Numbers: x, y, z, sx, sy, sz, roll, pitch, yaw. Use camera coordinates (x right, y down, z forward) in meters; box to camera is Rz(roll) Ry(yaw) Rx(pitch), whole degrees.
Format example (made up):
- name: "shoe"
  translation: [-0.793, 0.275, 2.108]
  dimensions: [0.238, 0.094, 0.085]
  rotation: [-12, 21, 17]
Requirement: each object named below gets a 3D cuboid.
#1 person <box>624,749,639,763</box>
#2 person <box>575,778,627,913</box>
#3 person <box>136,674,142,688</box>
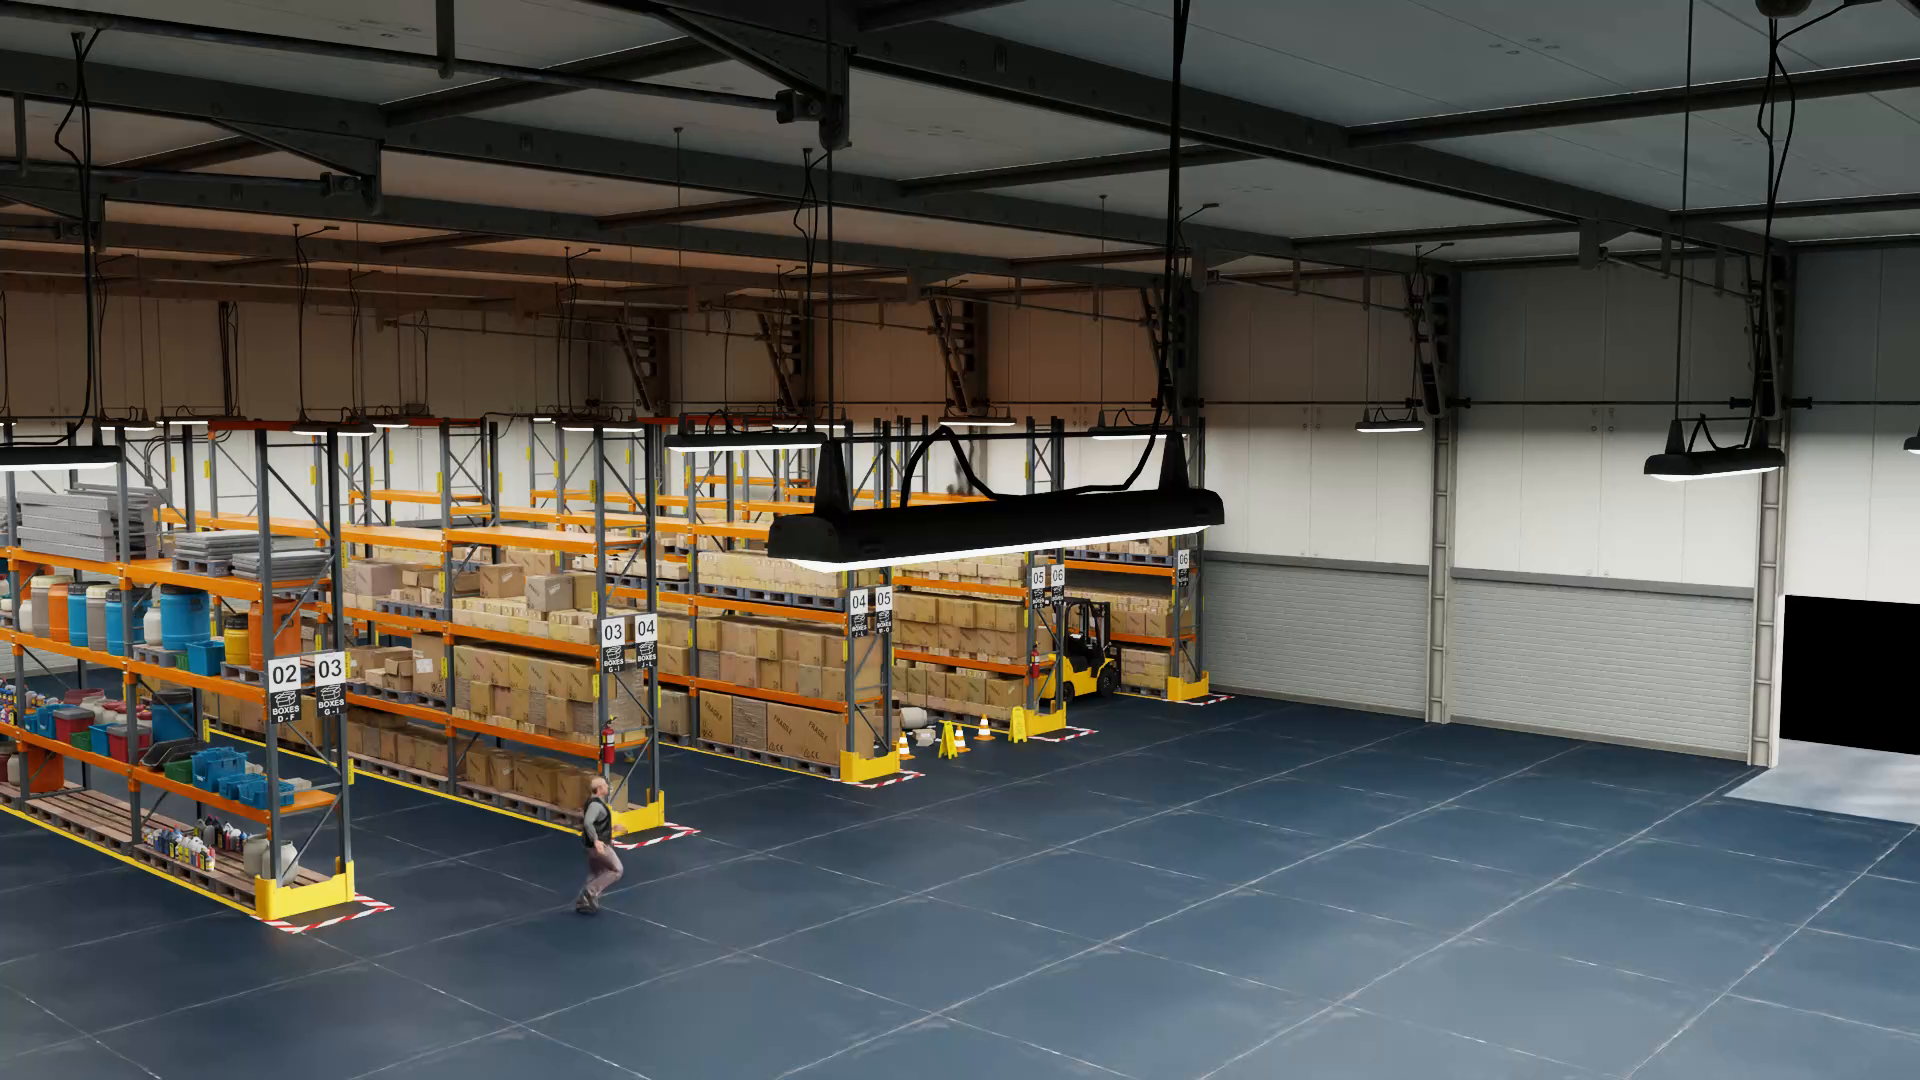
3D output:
- name: "person"
  translation: [-5.958, 3.047, 29.161]
  dimensions: [0.791, 1.733, 0.714]
  rotation: [3, 6, 32]
- name: "person"
  translation: [-4.442, 3.777, 20.605]
  dimensions: [0.670, 1.679, 0.641]
  rotation: [-2, 5, -23]
- name: "person"
  translation: [-17.652, 2.576, 36.148]
  dimensions: [0.676, 1.580, 0.583]
  rotation: [-2, 5, -20]
